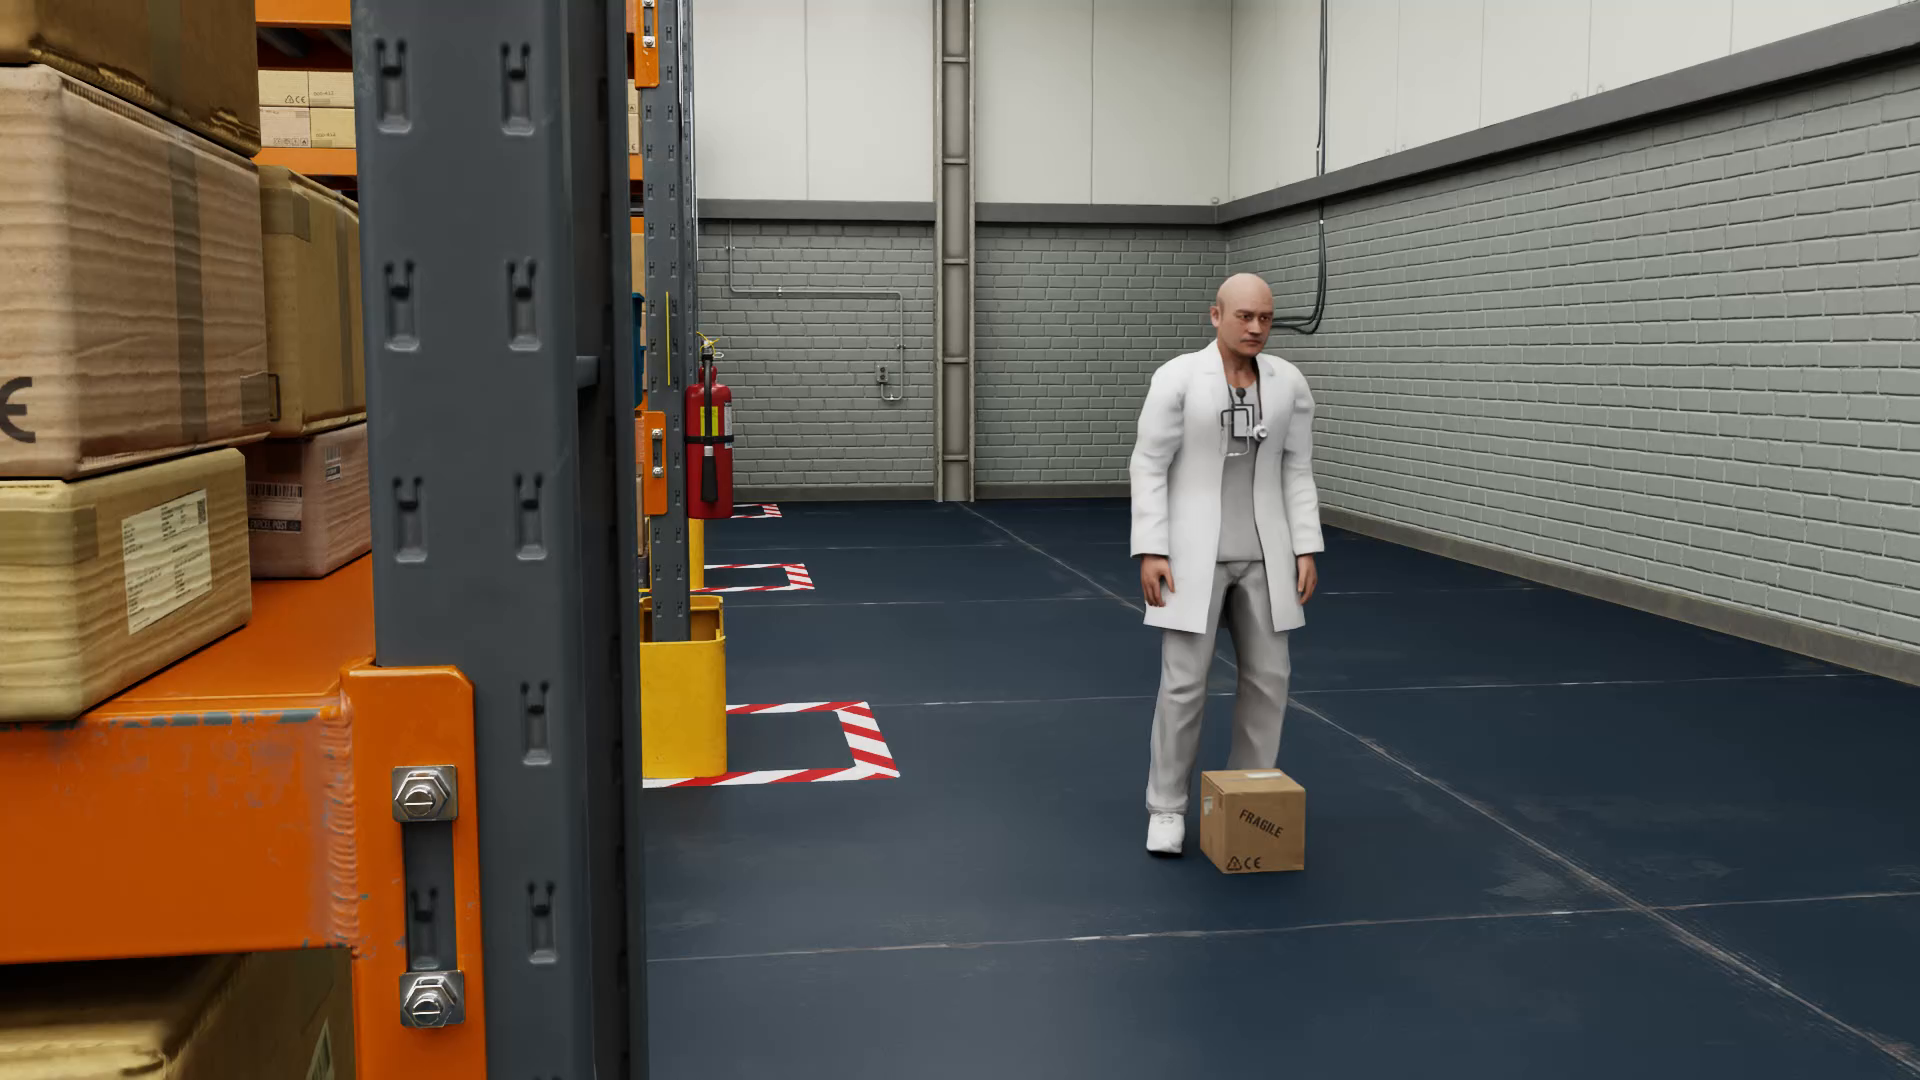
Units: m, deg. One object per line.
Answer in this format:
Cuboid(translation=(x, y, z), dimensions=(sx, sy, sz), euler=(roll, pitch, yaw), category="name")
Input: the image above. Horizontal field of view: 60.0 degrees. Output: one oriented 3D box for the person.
Cuboid(translation=(0.838, 0.065, 5.196), dimensions=(0.631, 1.773, 0.427), euler=(-1, 6, -11), category="person")
